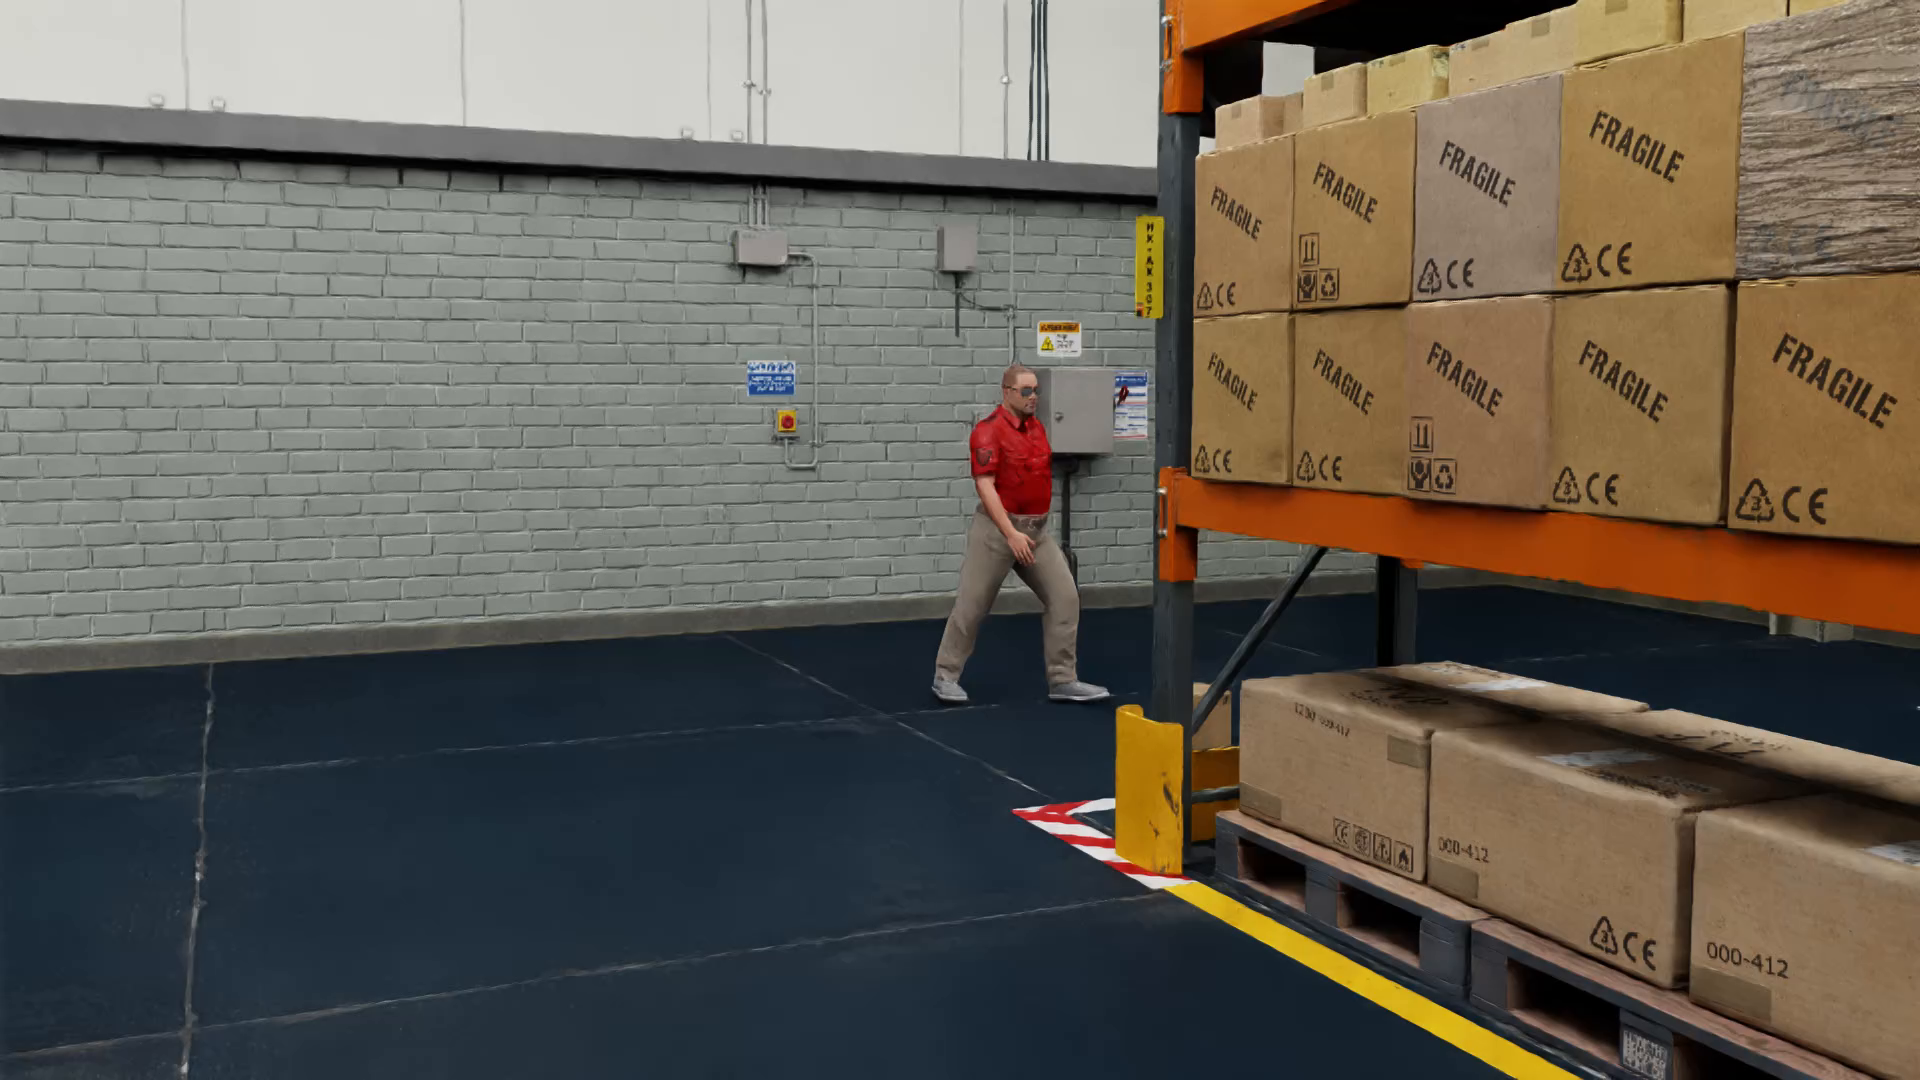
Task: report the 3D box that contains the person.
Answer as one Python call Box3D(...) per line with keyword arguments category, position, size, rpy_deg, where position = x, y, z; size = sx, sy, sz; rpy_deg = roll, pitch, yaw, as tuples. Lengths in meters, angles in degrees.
Box3D(category="person", position=(0.271, -0.029, 8.285), size=(0.789, 1.679, 0.632), rpy_deg=(5, 7, 44))
